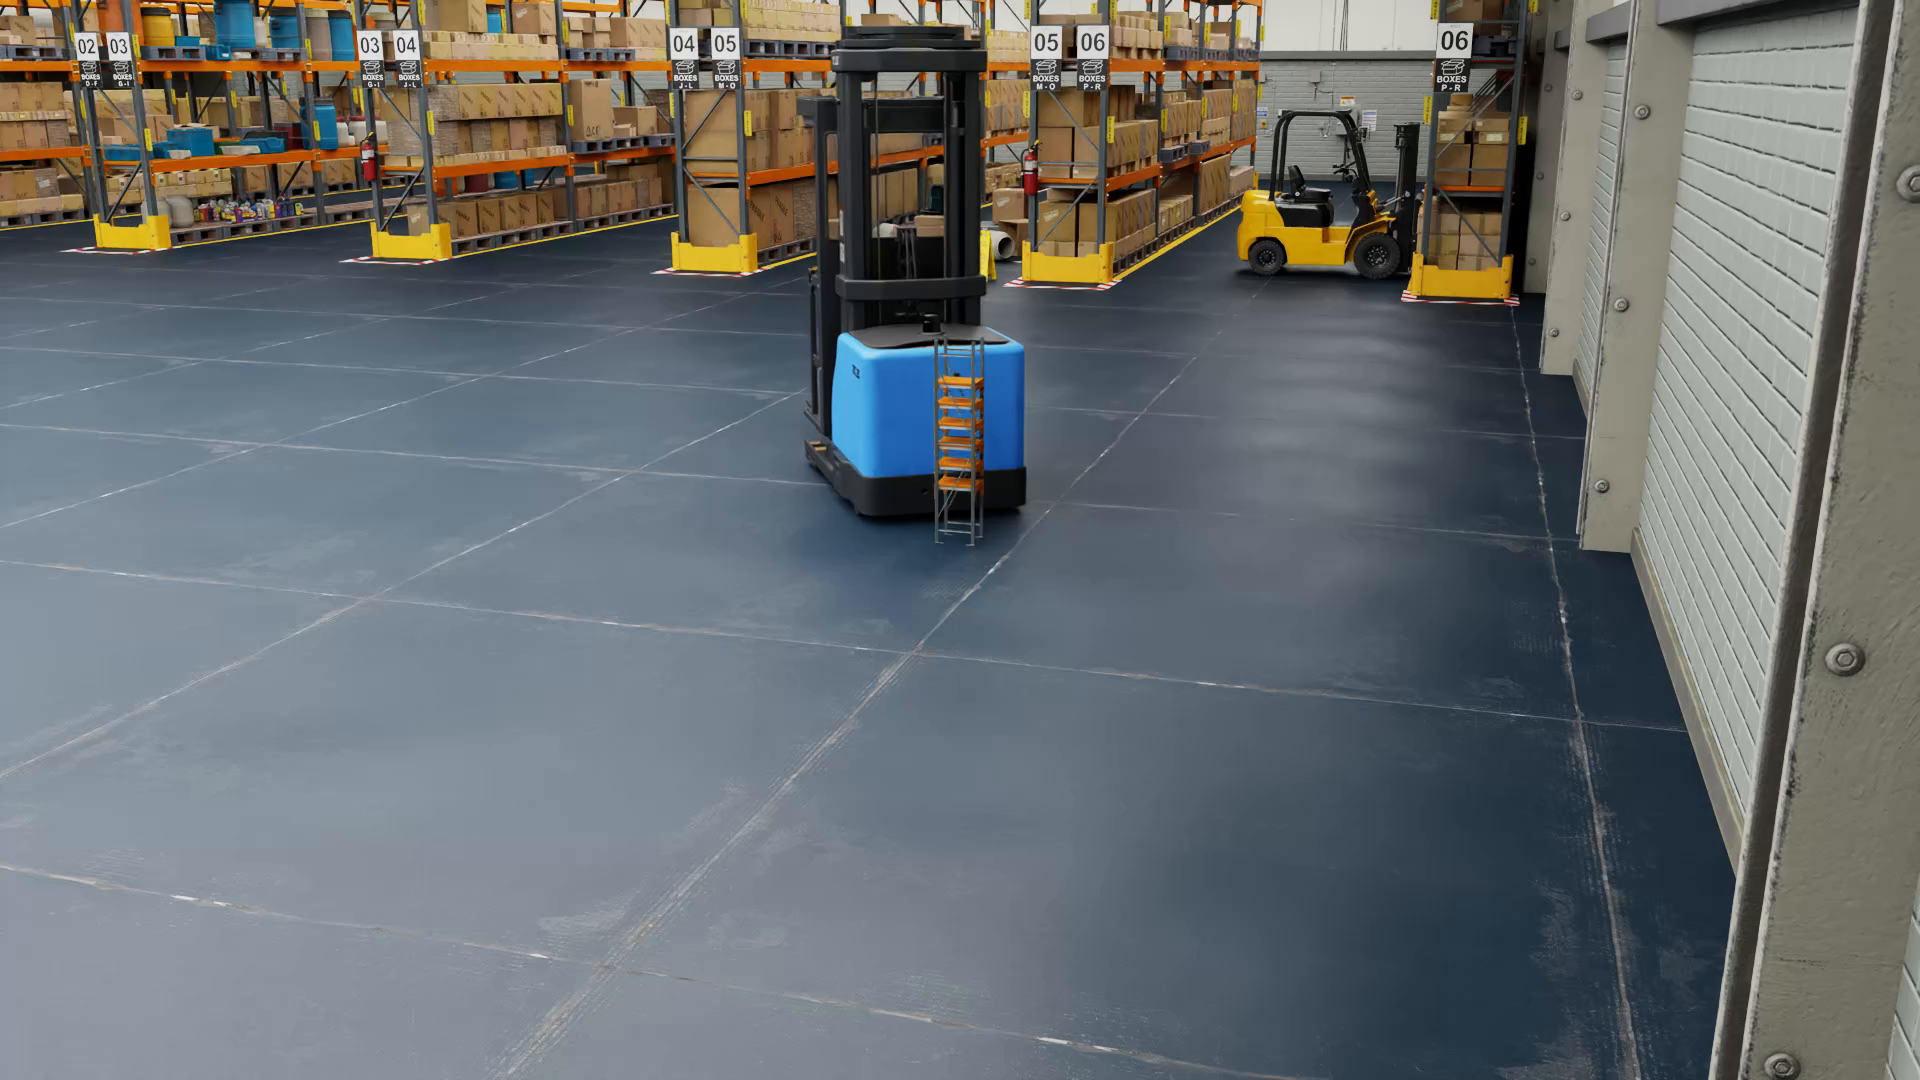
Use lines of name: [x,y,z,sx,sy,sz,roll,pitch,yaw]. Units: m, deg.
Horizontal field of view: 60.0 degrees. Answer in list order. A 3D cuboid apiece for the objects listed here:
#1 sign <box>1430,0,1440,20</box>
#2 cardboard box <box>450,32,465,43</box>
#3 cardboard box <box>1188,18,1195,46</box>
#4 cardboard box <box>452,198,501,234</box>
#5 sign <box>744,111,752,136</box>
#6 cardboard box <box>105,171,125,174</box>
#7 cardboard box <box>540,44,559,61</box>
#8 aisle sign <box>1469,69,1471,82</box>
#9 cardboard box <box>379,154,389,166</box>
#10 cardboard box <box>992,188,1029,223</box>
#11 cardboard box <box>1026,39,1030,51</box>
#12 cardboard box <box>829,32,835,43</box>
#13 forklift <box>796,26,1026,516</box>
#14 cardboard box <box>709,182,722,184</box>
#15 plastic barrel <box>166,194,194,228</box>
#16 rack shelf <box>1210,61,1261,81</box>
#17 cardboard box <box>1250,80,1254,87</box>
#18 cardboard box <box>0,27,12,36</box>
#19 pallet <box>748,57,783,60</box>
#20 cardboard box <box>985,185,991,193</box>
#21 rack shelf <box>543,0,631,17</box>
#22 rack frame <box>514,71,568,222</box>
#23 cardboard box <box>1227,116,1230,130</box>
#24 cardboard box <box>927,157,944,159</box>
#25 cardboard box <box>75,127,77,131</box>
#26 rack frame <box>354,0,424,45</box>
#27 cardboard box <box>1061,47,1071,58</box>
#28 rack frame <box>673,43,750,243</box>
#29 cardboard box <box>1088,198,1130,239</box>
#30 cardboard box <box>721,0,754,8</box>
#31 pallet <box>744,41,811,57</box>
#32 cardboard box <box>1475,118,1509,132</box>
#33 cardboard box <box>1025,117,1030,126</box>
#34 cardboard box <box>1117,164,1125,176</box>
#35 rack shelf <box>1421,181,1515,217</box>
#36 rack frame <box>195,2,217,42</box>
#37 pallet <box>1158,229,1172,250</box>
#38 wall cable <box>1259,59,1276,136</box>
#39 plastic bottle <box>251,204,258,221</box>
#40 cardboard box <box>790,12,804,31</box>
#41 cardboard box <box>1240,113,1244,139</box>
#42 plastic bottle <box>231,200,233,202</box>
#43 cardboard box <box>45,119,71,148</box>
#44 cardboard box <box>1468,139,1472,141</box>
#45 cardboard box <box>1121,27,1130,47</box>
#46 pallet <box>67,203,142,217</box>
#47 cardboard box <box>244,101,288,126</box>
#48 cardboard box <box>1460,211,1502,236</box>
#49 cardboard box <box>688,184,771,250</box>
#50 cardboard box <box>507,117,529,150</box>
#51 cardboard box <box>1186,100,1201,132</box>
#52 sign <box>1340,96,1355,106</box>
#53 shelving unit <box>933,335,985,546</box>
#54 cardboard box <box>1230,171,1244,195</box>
sign: [5.632,-6.334,19.690,0.100,0.325,0.005,5,16,16]
cardboard box: [-7.548,-7.428,24.569,0.380,0.149,0.250,5,17,18]
cardboard box: [3.624,-8.740,28.689,0.797,0.503,0.637,4,16,12]
cardboard box: [-7.587,-5.093,26.099,0.500,0.500,0.500,6,17,21]
sign: [-2.856,-5.609,22.375,0.100,0.325,0.005,5,16,16]
cardboard box: [-16.347,-6.970,32.147,0.500,0.311,0.500,5,16,16]
cardboard box: [-6.856,-7.888,26.920,0.500,0.250,0.500,5,17,18]
aisle sign: [10.433,-9.935,34.594,0.394,0.787,0.004,5,16,16]
cardboard box: [-13.671,-9.021,39.906,0.797,0.503,0.637,5,16,16]
cardboard box: [0.810,-5.180,25.788,0.500,0.500,0.500,5,16,16]
cardboard box: [1.273,-10.856,36.468,0.500,0.250,0.500,4,16,14]
cardboard box: [-2.118,-7.632,25.249,0.380,0.149,0.250,5,17,17]
forklift: [-0.467,-1.914,11.207,1.130,2.935,3.031,-4,16,-15]
cardboard box: [-5.363,-7.294,33.173,1.225,0.875,0.875,5,16,16]
plastic barrel: [-12.606,-5.308,26.837,0.421,0.512,0.421,0,16,0]
rack shelf: [5.367,-9.601,34.004,1.077,0.370,4.000,5,16,16]
cardboard box: [5.983,-9.617,35.033,0.380,0.149,0.250,4,16,15]
cardboard box: [-17.023,-8.843,29.148,0.500,0.311,0.500,4,16,13]
pallet: [-4.461,-10.363,35.534,1.003,0.211,1.213,5,16,16]
cardboard box: [0.435,-7.239,34.310,0.380,0.149,0.250,4,16,13]
rack shelf: [-8.883,-12.004,37.712,1.077,0.370,4.000,5,16,16]
rack frame: [-6.973,-6.656,27.799,0.949,2.616,0.053,5,16,16]
cardboard box: [4.906,-8.015,31.949,0.500,0.250,0.500,5,16,16]
cardboard box: [-0.440,-7.526,33.302,0.500,0.250,0.500,4,16,13]
cardboard box: [-19.582,-9.016,36.542,0.380,0.149,0.250,4,16,15]
rack frame: [-8.113,-8.496,23.292,1.000,3.000,0.127,5,16,16]
cardboard box: [1.221,-6.279,21.432,0.380,0.149,0.250,5,17,16]
rack frame: [-3.386,-5.199,22.661,1.000,3.000,0.127,5,16,16]
cardboard box: [2.033,-4.414,22.791,0.500,0.500,0.500,4,16,14]
cardboard box: [-2.987,-7.217,22.327,0.380,0.149,0.250,5,17,16]
pallet: [-2.841,-7.114,24.080,1.003,0.211,1.213,5,16,16]
cardboard box: [6.449,-5.032,20.156,0.380,0.149,0.250,4,16,15]
cardboard box: [1.279,-9.439,36.880,0.500,0.500,0.500,5,17,17]
cardboard box: [2.011,-4.986,22.373,0.380,0.149,0.250,5,17,17]
rack shelf: [6.717,-4.635,21.991,1.077,0.370,4.000,5,16,16]
rack frame: [-15.340,-11.358,33.384,0.949,2.616,0.053,5,16,16]
pallet: [2.745,-4.750,26.190,1.003,0.211,1.213,5,16,16]
wall cable: [7.515,-11.008,41.224,0.585,1.953,0.123,5,16,16]
plastic bottle: [-11.865,-5.512,27.960,0.097,0.271,0.097,0,16,0]
cardboard box: [-2.574,-7.466,23.933,0.500,0.250,0.500,5,16,16]
cardboard box: [5.477,-8.392,33.738,0.500,0.500,0.500,5,17,16]
plastic bottle: [-12.493,-5.677,28.519,0.061,0.283,0.133,5,17,18]
cardboard box: [-16.593,-7.357,30.087,0.700,0.500,0.500,4,16,14]
cardboard box: [6.338,-4.924,21.509,0.500,0.500,0.500,4,16,15]
cardboard box: [1.939,-6.597,21.825,0.500,0.250,0.500,4,16,15]
pallet: [-16.301,-6.280,31.583,1.003,0.211,1.213,5,16,16]
cardboard box: [-14.823,-9.120,35.534,0.700,0.500,0.500,8,18,26]
cardboard box: [6.466,-3.929,20.621,0.500,0.250,0.500,4,16,15]
cardboard box: [-3.257,-4.561,23.538,0.875,0.875,0.875,5,17,16]
cardboard box: [-7.385,-6.468,26.408,0.875,0.500,0.500,5,16,16]
cardboard box: [3.799,-7.187,28.174,0.500,0.500,0.500,4,16,14]
sign: [9.494,-10.759,40.751,0.339,0.242,0.001,5,16,16]
shelving unit: [-0.004,-0.573,9.652,0.258,1.200,0.189,5,16,16]
cardboard box: [5.334,-7.341,34.138,0.875,0.438,0.875,4,16,14]
